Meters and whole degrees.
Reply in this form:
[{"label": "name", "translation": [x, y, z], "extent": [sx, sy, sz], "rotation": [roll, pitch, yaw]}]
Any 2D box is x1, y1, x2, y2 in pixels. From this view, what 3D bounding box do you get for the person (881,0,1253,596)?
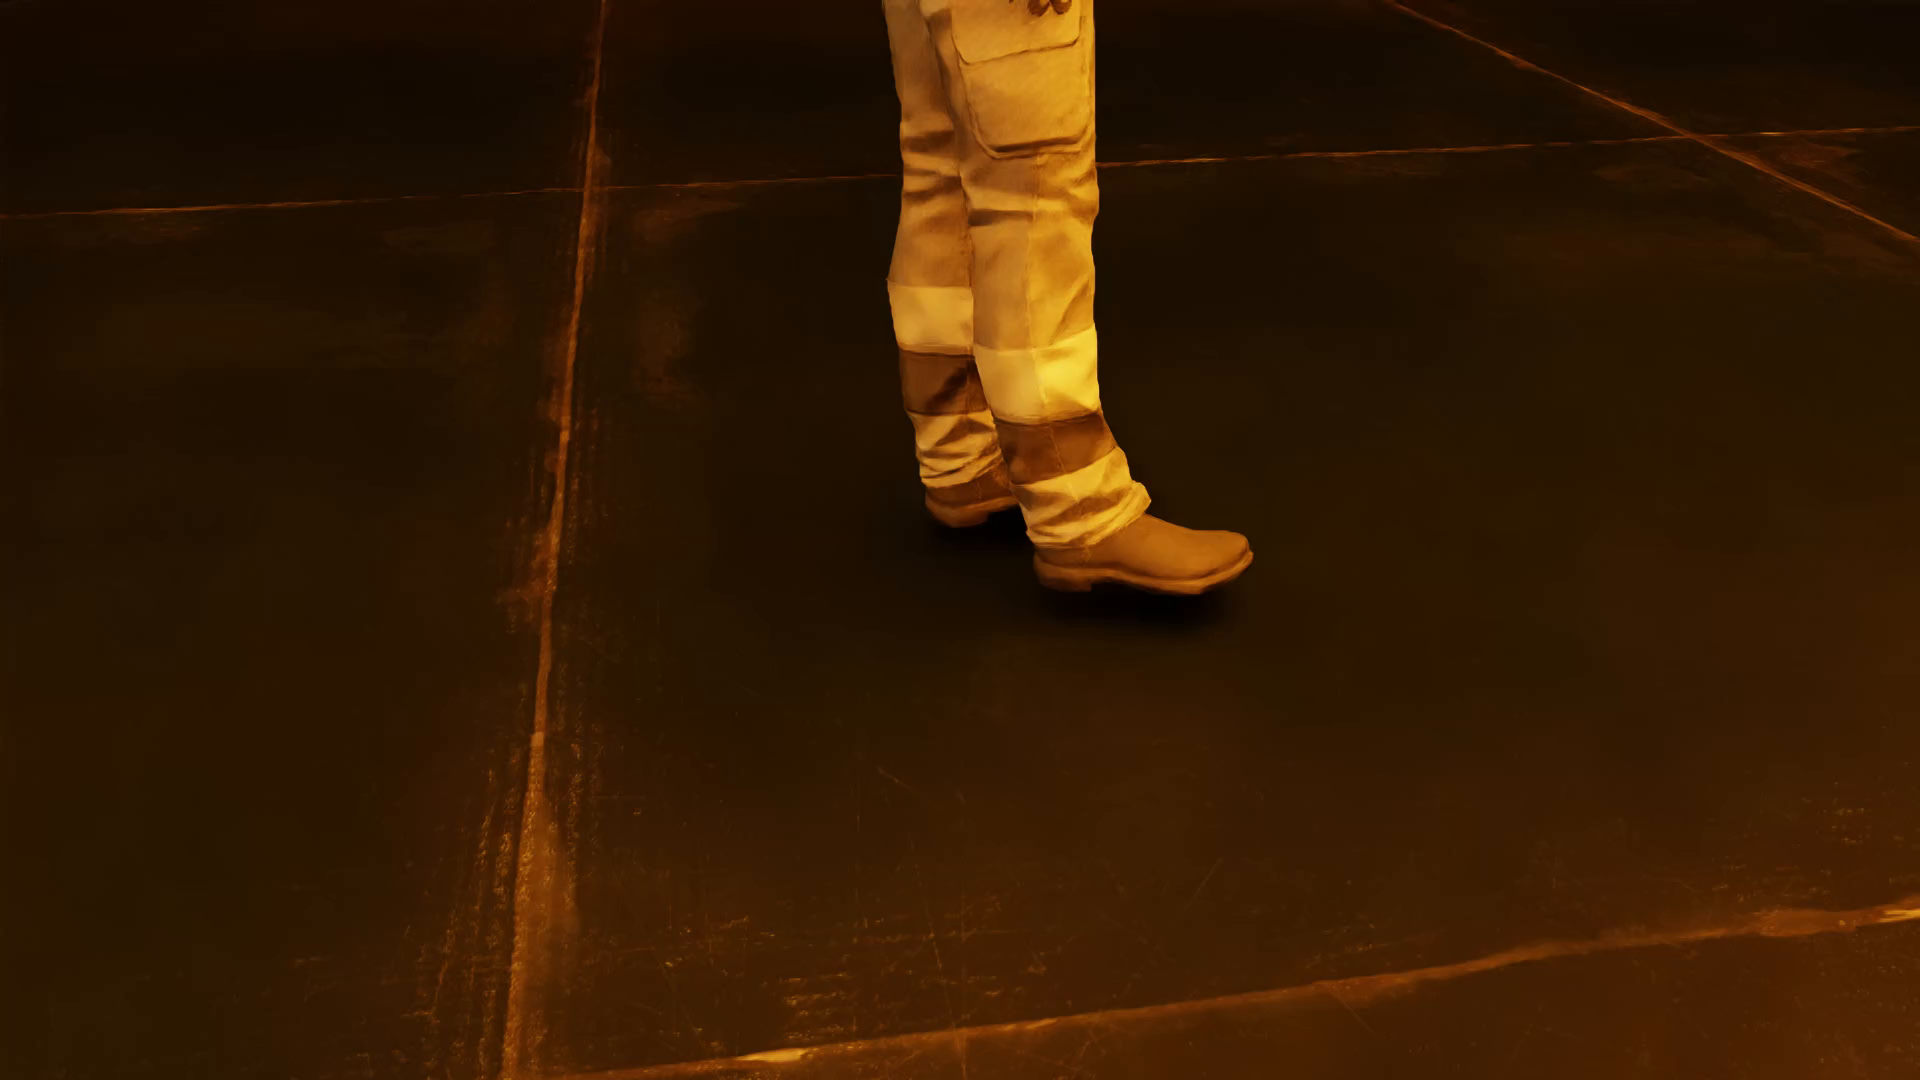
[{"label": "person", "translation": [0.081, -0.833, 2.061], "extent": [0.563, 1.787, 0.637], "rotation": [-5, 28, -9]}]
